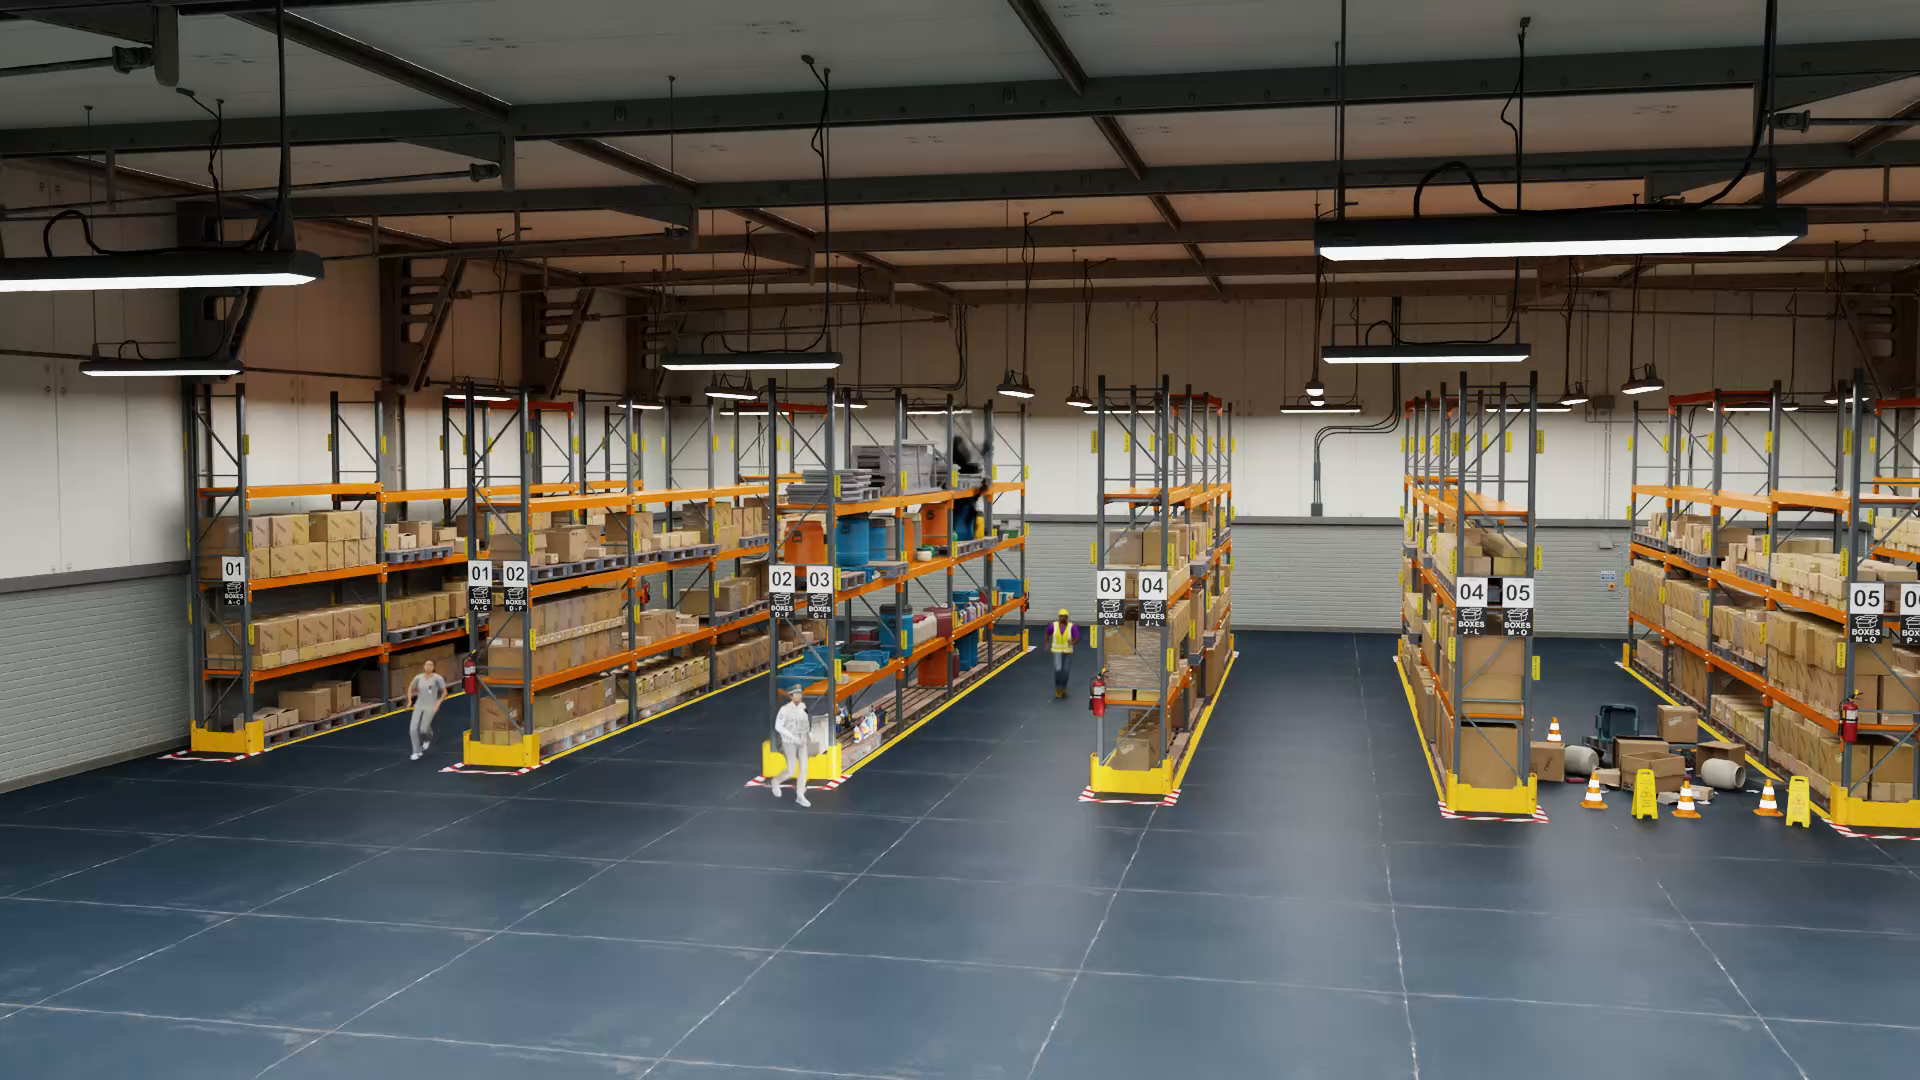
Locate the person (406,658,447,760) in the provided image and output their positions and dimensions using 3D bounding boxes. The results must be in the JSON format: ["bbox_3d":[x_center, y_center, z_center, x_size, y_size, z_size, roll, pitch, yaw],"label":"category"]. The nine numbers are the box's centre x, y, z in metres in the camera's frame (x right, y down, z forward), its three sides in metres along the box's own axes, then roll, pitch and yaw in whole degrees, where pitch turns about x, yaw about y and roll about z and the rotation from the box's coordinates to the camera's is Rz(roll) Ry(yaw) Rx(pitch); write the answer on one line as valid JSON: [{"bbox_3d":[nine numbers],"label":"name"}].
[{"bbox_3d":[-8.532,2.689,26.616,0.609,1.627,0.554,0,3,1],"label":"person"}]

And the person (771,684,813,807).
[{"bbox_3d":[-2.329,2.844,23.249,0.642,1.691,0.737,-3,5,-44],"label":"person"}]

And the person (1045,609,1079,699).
[{"bbox_3d":[2.021,2.247,32.857,0.669,1.786,0.809,0,3,-1],"label":"person"}]
